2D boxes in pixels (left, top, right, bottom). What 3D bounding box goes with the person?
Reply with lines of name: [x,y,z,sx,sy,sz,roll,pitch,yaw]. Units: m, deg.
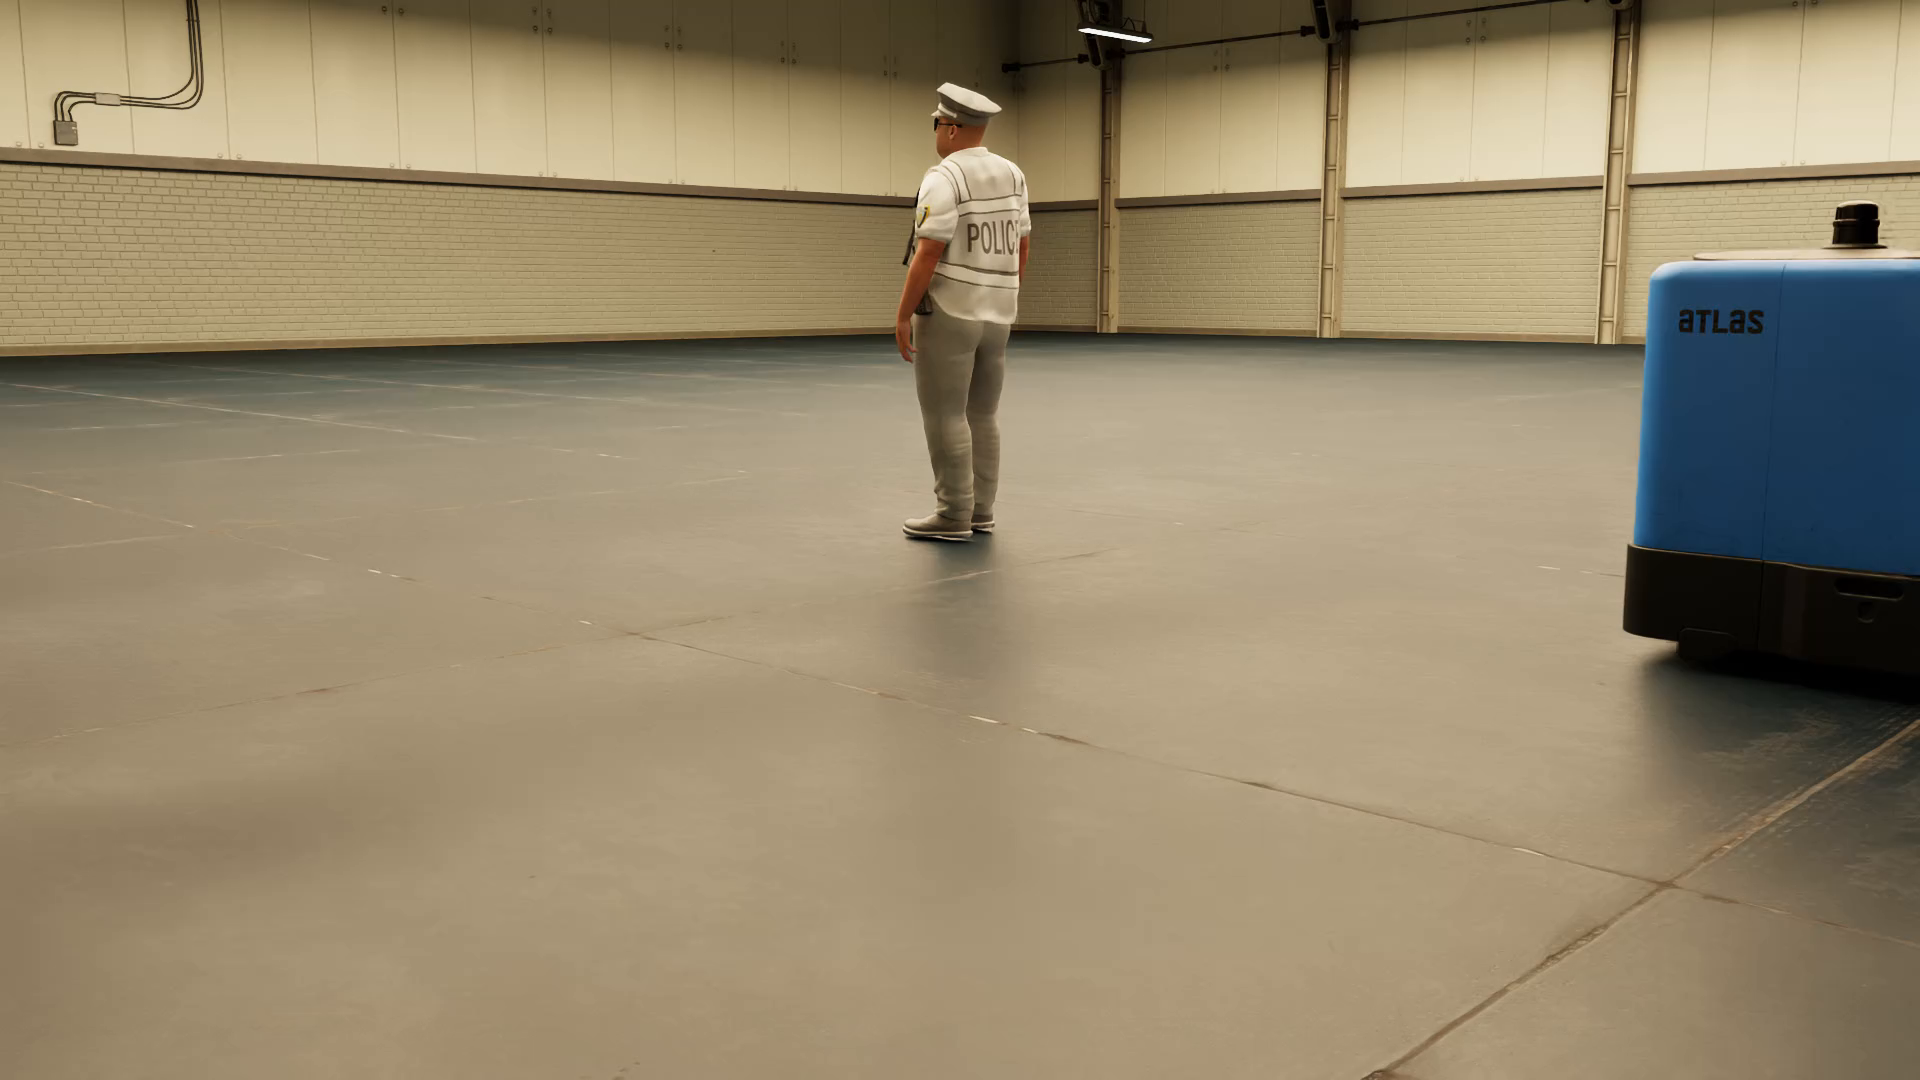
person: [-0.048,-0.898,6.645,0.574,1.780,0.641,8,12,43]

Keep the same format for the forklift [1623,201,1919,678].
forklift: [3.253,-1.031,3.718,3.031,2.935,1.130,8,12,42]
